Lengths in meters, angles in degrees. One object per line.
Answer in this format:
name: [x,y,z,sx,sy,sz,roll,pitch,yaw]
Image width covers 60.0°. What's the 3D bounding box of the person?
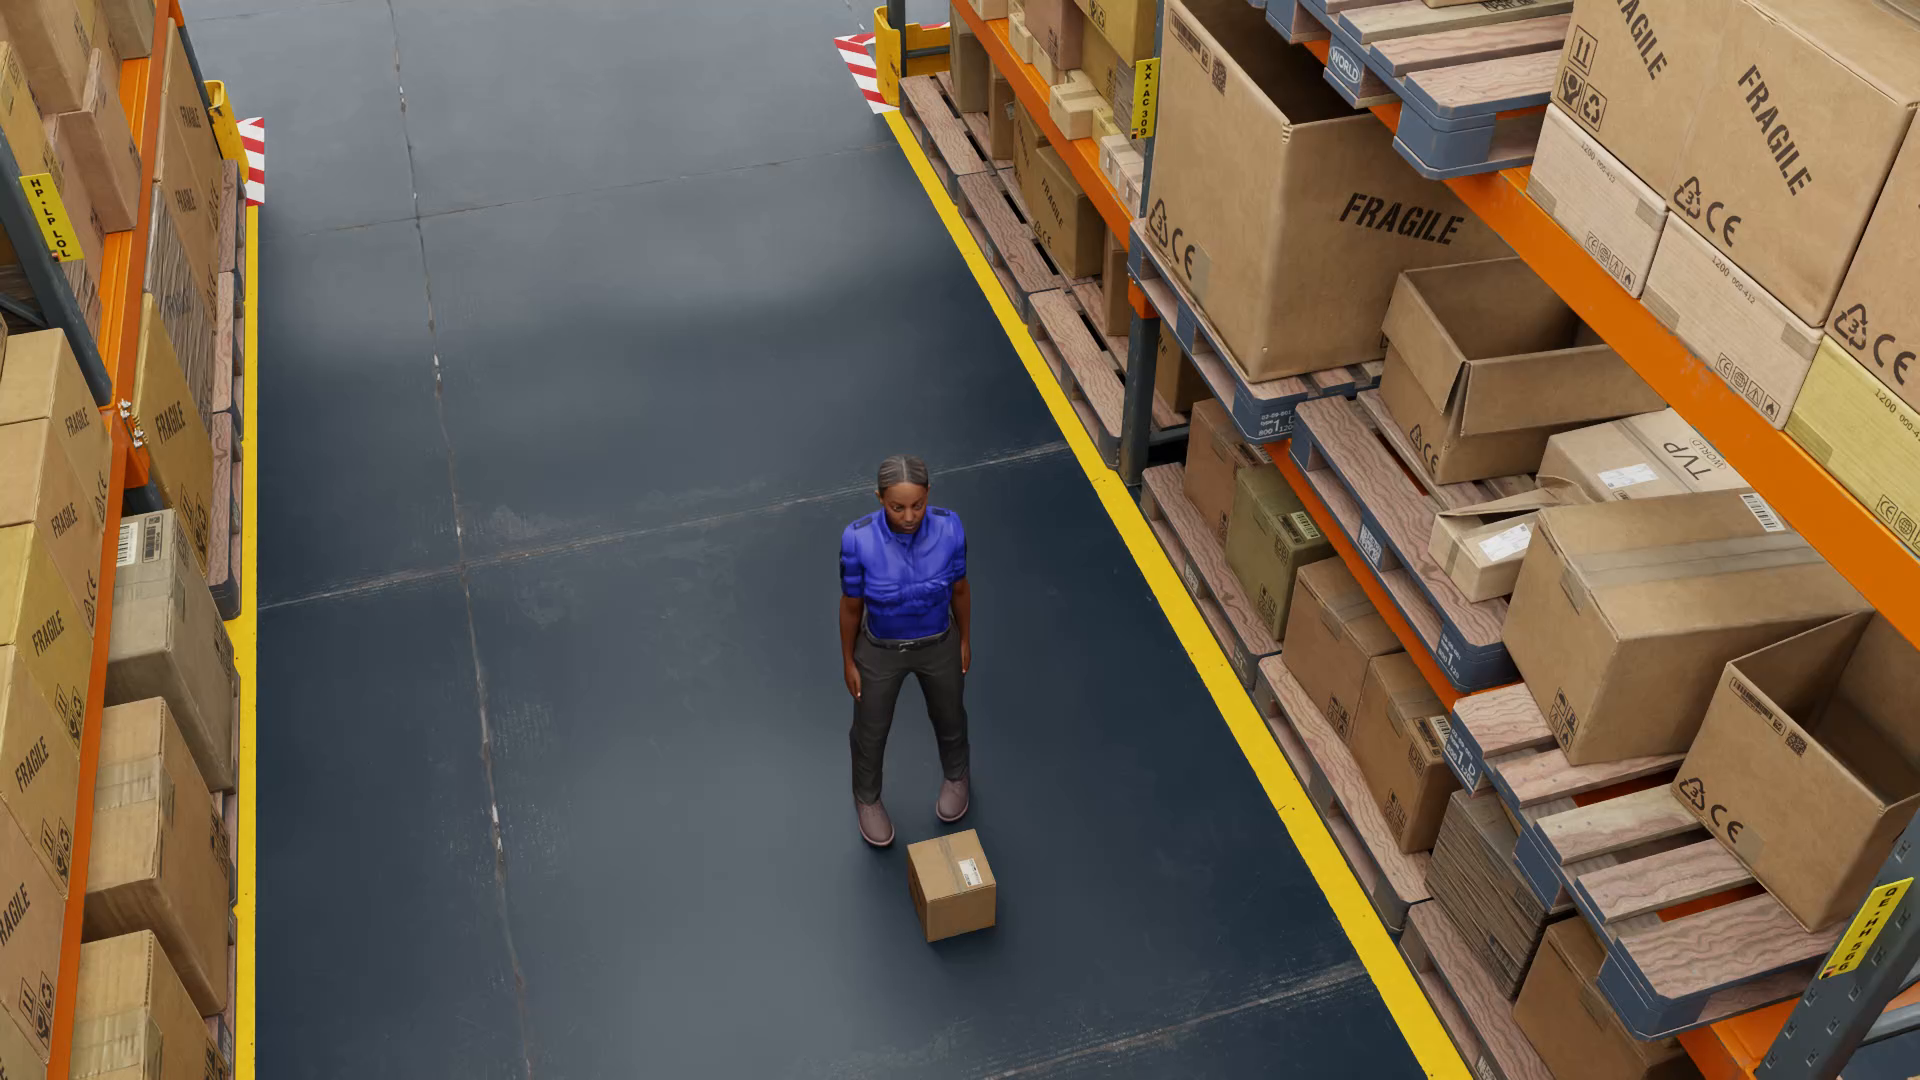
person: [-0.171,0.394,5.728,0.468,1.656,0.362,-7,43,-8]
